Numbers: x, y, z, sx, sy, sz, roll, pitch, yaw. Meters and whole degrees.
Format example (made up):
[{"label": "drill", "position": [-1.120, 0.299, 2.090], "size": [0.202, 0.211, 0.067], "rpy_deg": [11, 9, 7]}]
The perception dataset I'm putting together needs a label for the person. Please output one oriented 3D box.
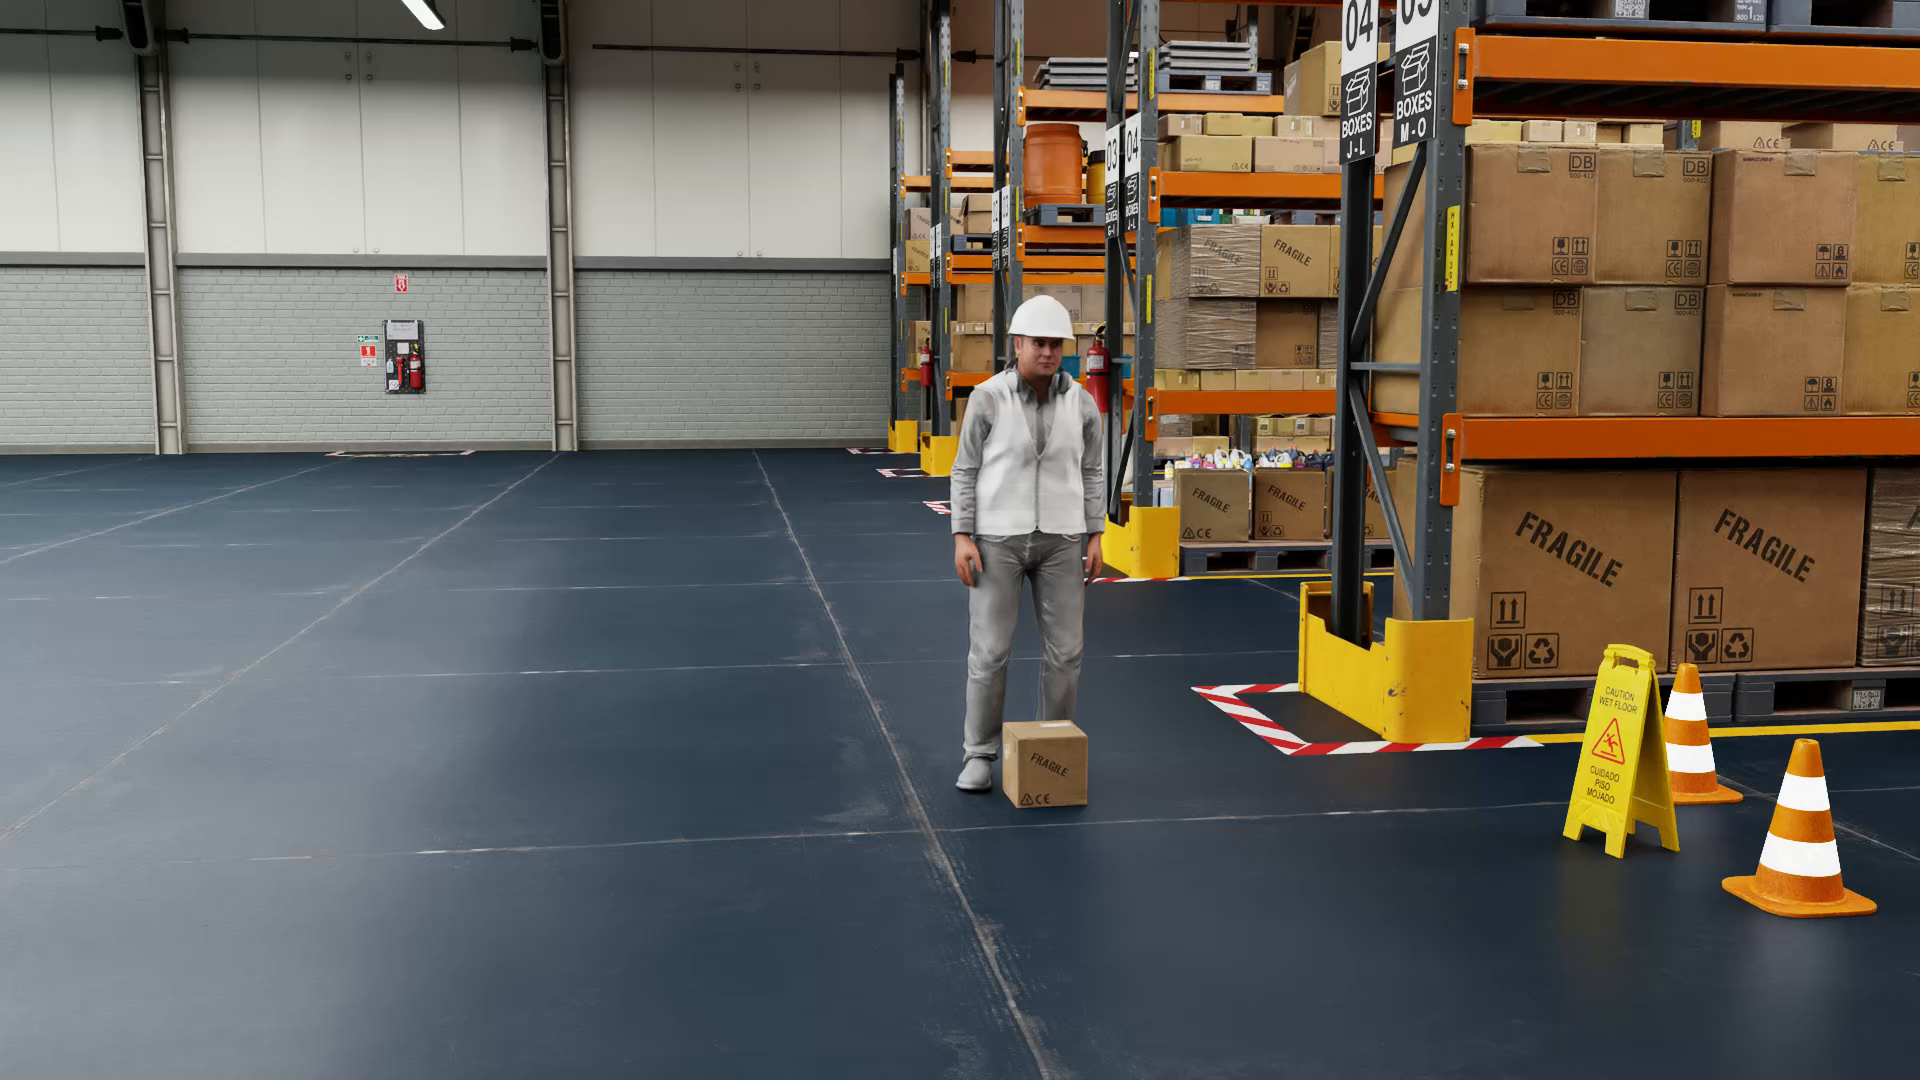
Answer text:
[{"label": "person", "position": [0.254, 0.006, 6.049], "size": [0.581, 1.769, 0.465], "rpy_deg": [-1, 7, -12]}]
